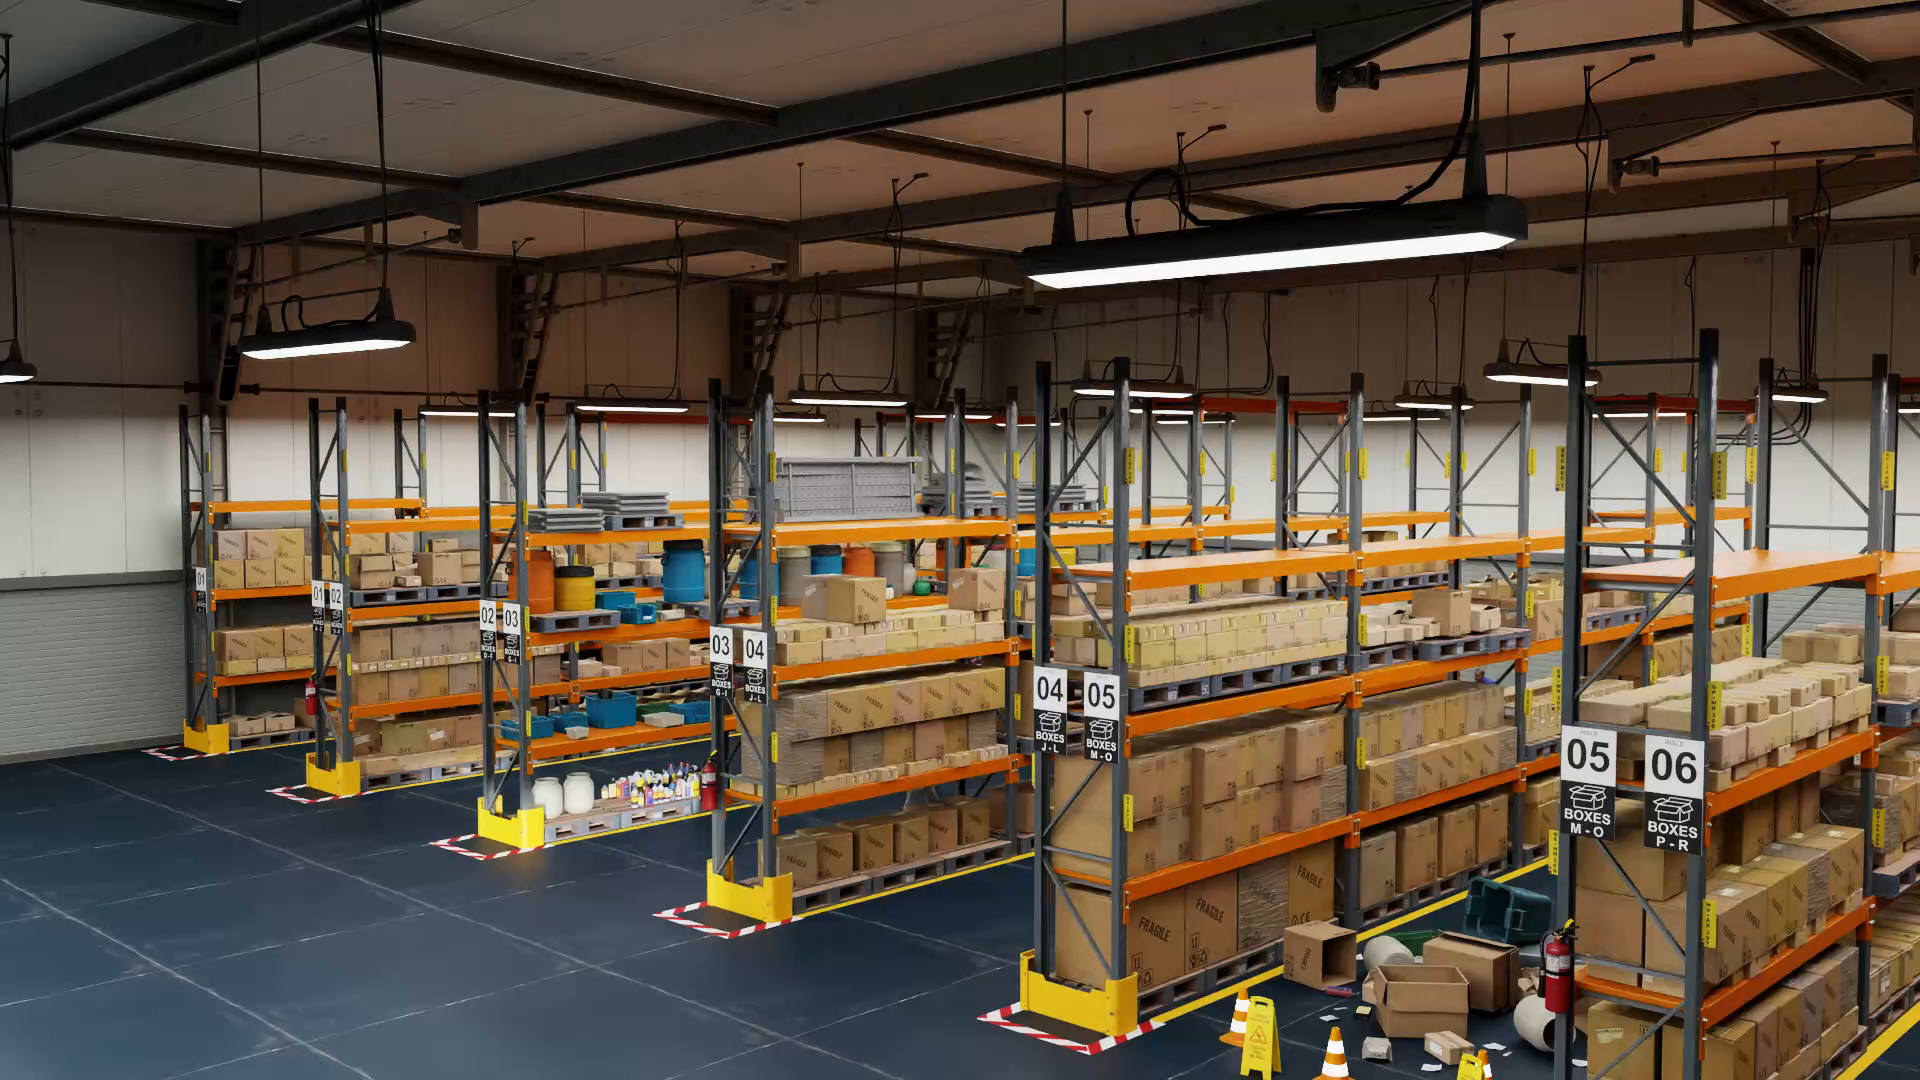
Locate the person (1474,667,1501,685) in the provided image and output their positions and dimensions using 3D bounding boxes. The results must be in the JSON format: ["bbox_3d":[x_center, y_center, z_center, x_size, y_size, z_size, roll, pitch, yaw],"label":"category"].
[{"bbox_3d":[9.239,2.924,28.863,0.860,1.471,0.588,-2,4,-35],"label":"person"}]

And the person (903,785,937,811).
[{"bbox_3d":[-0.604,3.127,23.115,0.761,1.664,0.610,-1,3,-13],"label":"person"}]
